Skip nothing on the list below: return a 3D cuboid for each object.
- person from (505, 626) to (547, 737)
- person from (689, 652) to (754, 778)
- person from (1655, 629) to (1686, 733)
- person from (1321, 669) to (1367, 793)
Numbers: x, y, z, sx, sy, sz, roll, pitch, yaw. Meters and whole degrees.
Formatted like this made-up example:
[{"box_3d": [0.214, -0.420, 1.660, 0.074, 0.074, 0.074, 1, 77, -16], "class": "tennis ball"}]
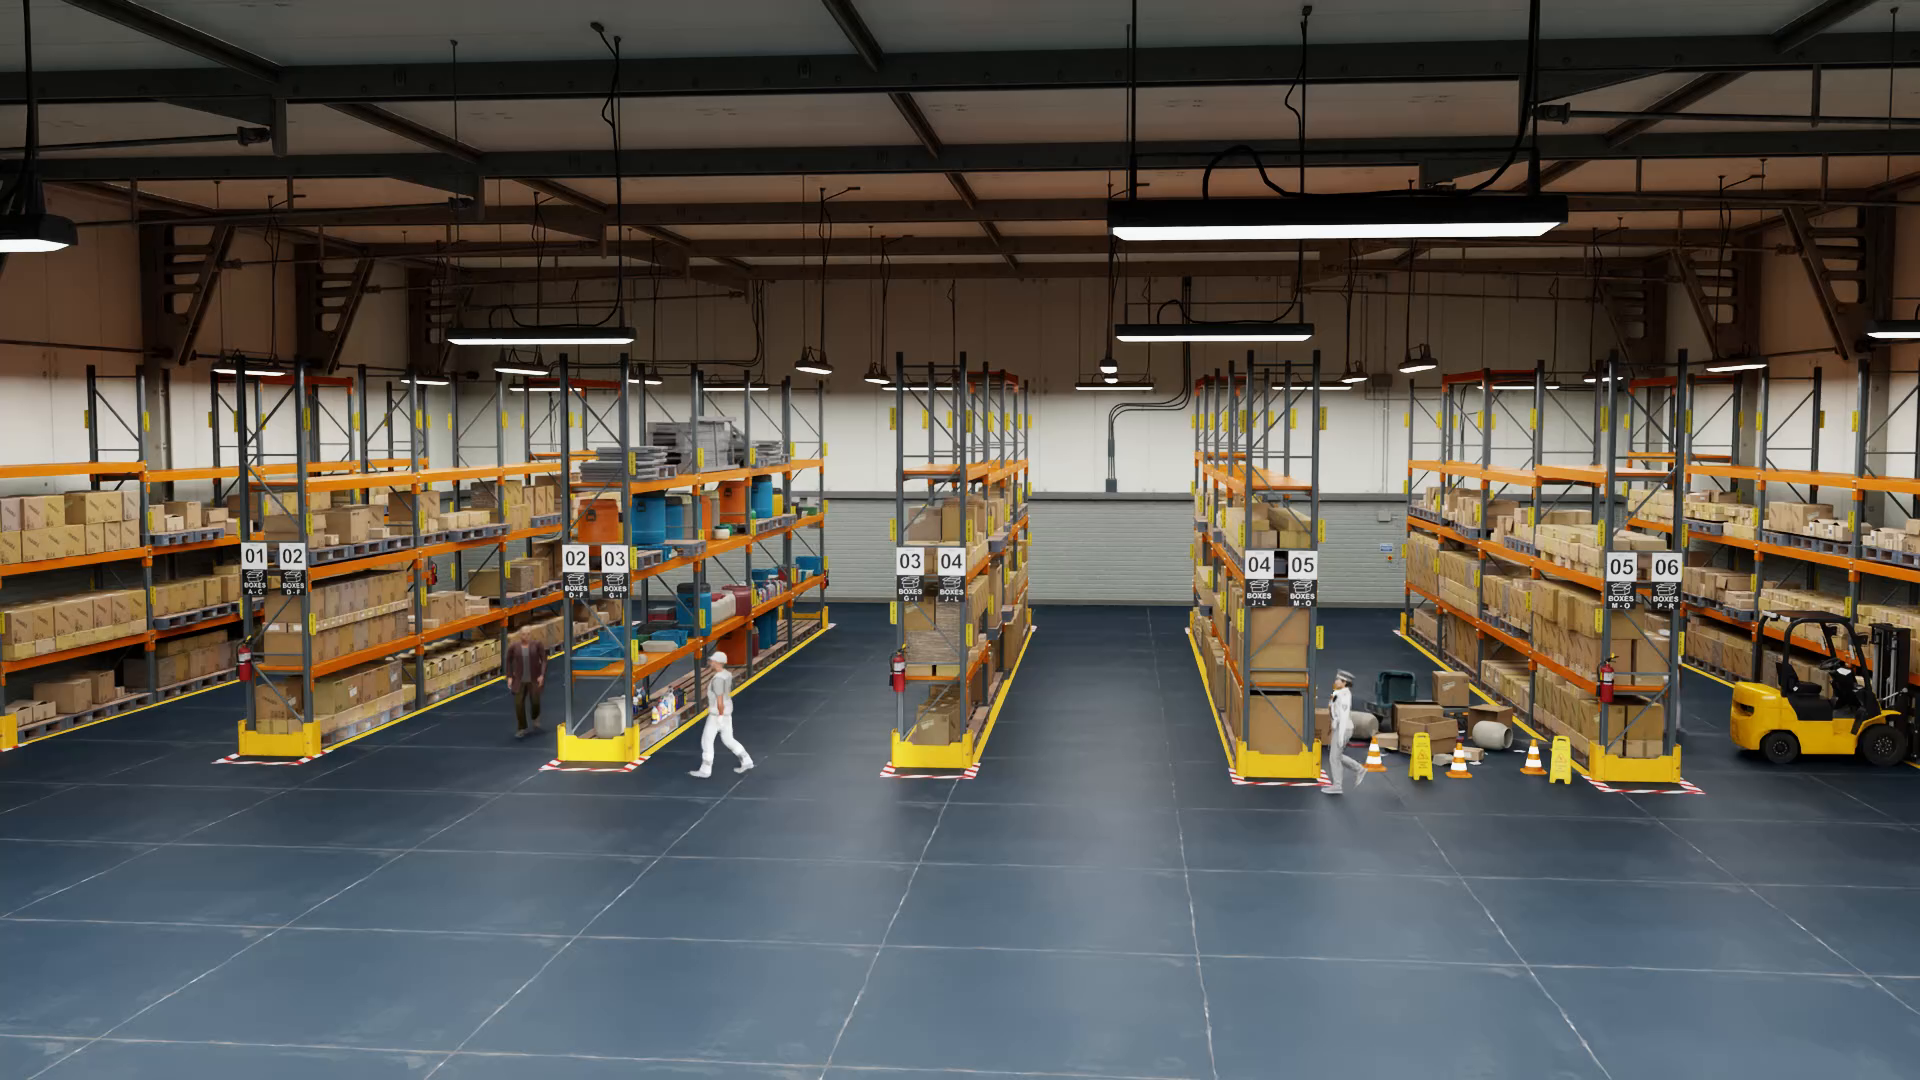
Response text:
[{"box_3d": [-6.955, 2.237, 26.693, 0.667, 1.760, 0.769, -1, 4, -10], "class": "person"}, {"box_3d": [-3.364, 2.456, 23.460, 0.853, 1.771, 0.522, 1, 4, 11], "class": "person"}, {"box_3d": [11.365, 2.279, 26.668, 0.500, 1.673, 0.521, 0, 4, 4], "class": "person"}, {"box_3d": [5.176, 2.563, 22.316, 0.628, 1.667, 0.492, 0, 4, 5], "class": "person"}]
